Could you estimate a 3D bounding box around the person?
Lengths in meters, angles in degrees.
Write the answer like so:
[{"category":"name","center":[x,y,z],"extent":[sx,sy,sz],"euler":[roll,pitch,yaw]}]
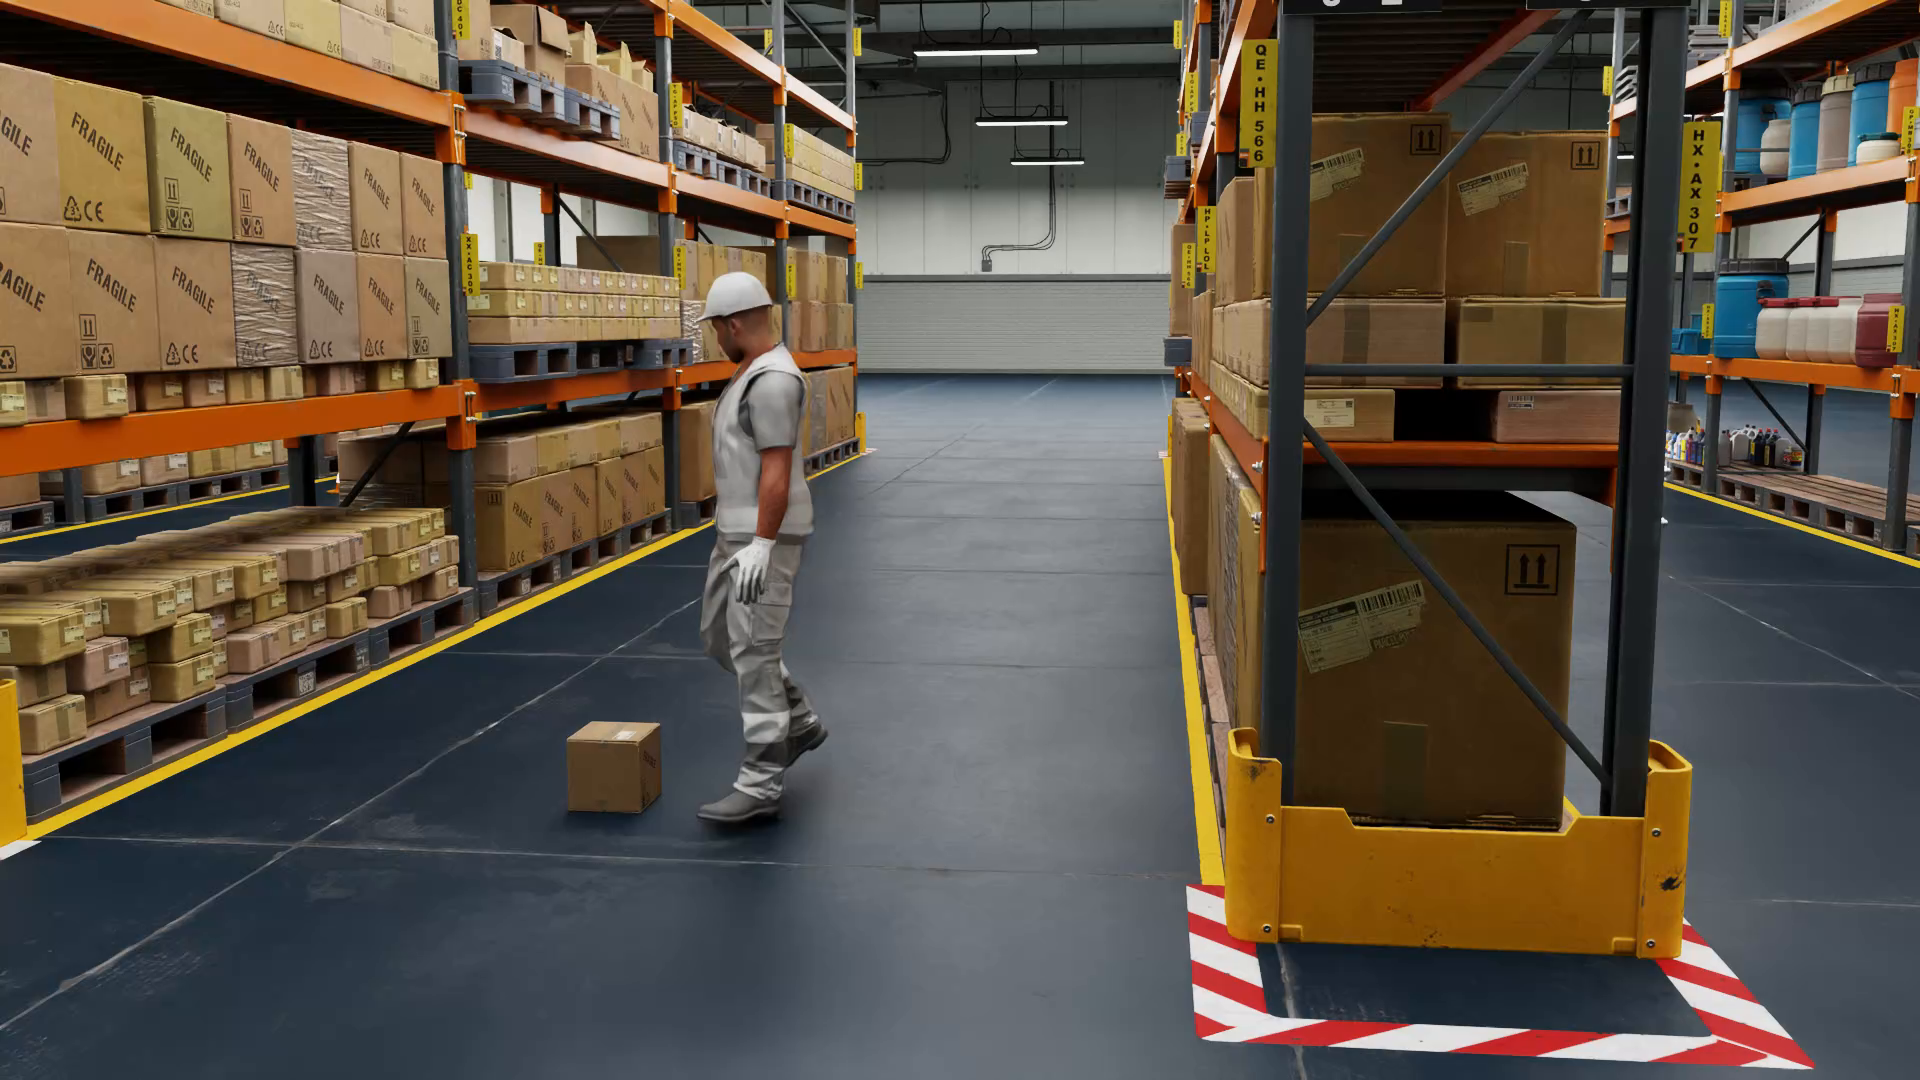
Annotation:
[{"category":"person","center":[-0.660,0.010,5.537],"extent":[0.525,1.786,0.664],"euler":[-2,8,-17]}]
